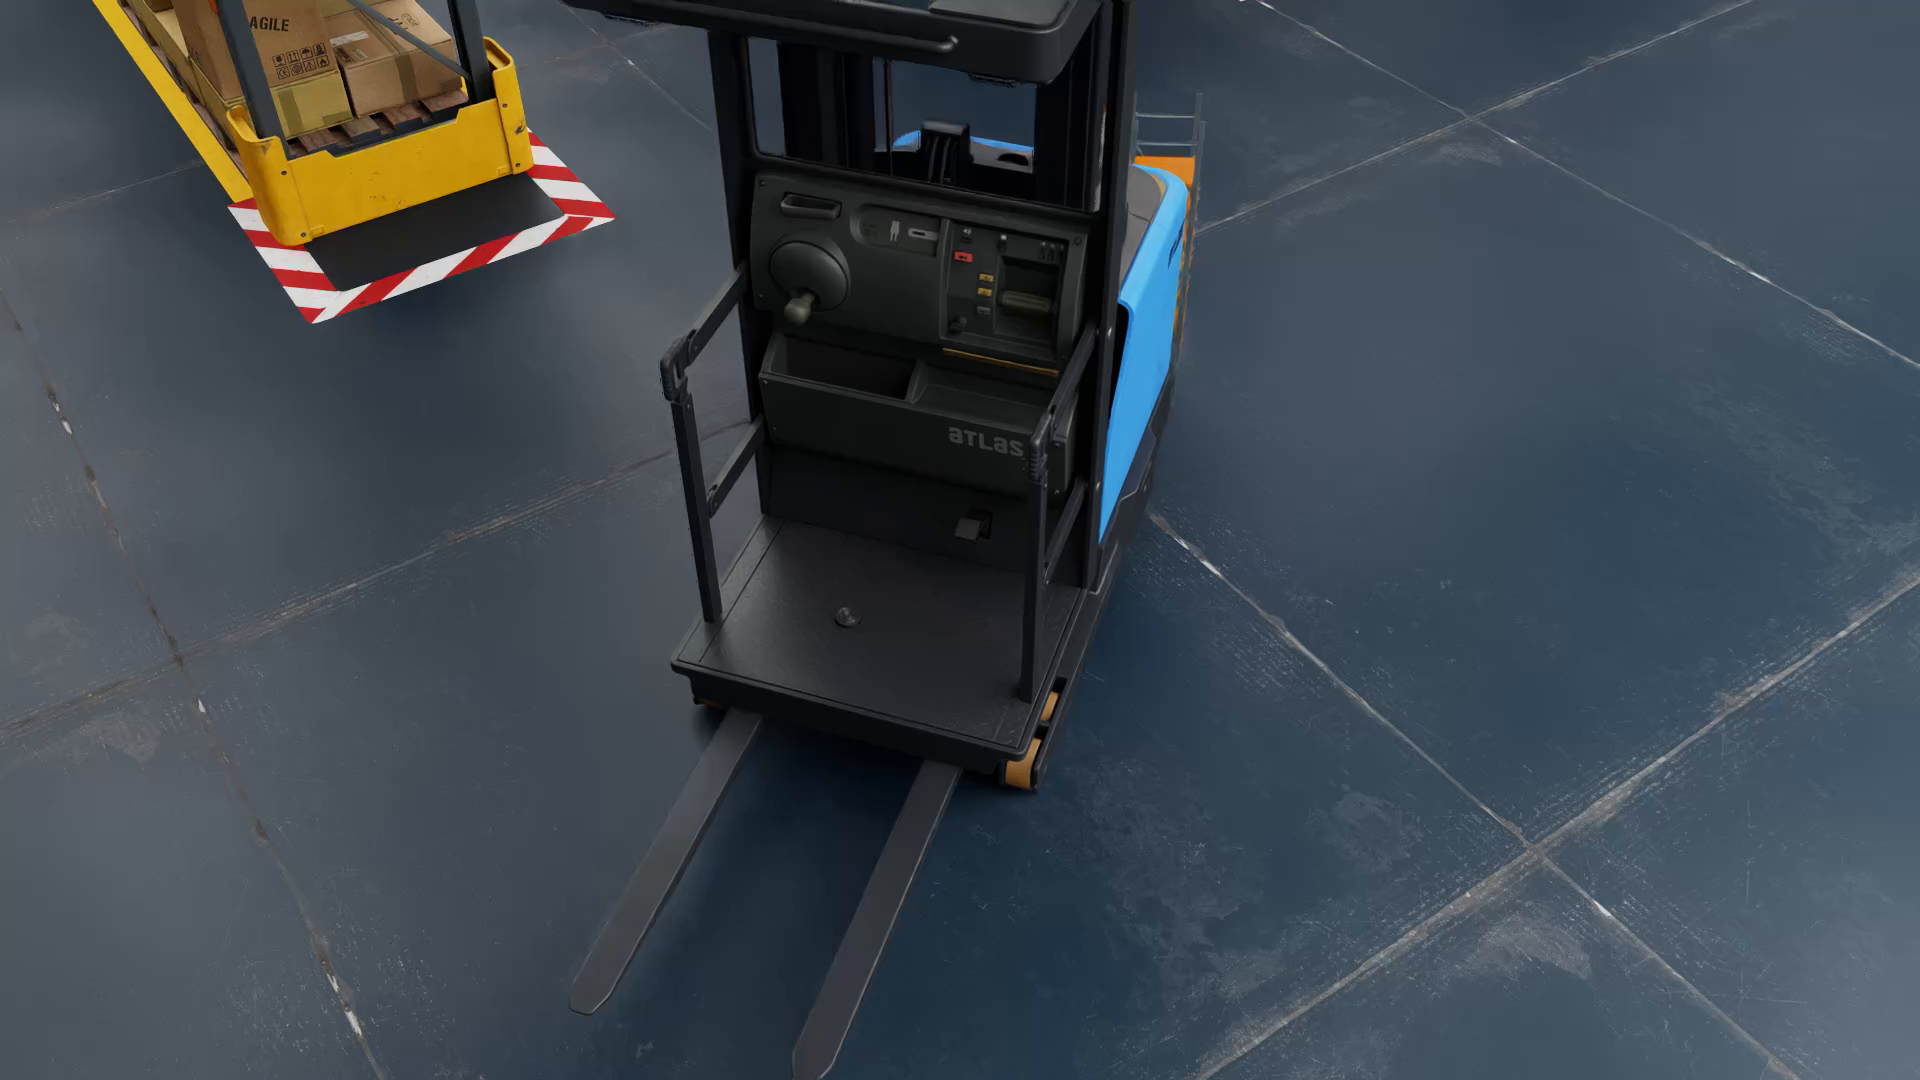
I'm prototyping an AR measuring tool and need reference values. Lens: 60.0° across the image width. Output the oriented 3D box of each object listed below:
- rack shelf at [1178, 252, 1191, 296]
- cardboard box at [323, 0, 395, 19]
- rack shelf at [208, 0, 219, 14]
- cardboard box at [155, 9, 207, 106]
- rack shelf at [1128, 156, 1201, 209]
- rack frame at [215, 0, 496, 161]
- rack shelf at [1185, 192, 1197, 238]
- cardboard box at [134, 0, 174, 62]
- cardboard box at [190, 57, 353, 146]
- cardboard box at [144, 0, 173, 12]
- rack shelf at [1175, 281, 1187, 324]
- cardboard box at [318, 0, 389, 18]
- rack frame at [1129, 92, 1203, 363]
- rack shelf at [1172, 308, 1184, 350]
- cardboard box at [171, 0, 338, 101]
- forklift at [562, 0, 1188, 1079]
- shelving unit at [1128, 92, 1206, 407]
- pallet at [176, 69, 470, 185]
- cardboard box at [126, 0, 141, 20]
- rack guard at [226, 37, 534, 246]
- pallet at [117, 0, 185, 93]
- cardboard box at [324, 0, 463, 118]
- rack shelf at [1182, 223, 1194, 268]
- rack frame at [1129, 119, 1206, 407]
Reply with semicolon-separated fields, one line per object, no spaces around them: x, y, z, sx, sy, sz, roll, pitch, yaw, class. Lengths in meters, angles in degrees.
0.690;-0.972;5.964;0.258;0.103;0.180;2;44;2;rack shelf
-2.909;-2.485;7.868;0.500;0.250;0.500;-26;49;-24;cardboard box
-3.639;-3.527;7.793;1.077;0.370;4.000;-26;49;-24;rack shelf
-3.340;-2.277;7.650;0.500;0.250;0.500;-26;49;-24;cardboard box
0.690;-1.233;5.715;0.258;0.103;0.180;2;44;2;rack shelf
-2.495;-2.655;6.358;1.000;3.000;0.127;-26;49;-24;rack frame
0.690;-1.146;5.798;0.258;0.103;0.180;2;44;2;rack shelf
-3.628;-2.560;7.946;0.500;0.250;0.500;-26;49;-24;cardboard box
-3.044;-1.999;7.359;0.500;0.250;0.500;-26;49;-24;cardboard box
-3.630;-2.830;7.686;0.500;0.500;0.500;-26;49;-24;cardboard box
0.690;-0.885;6.047;0.258;0.103;0.180;2;44;2;rack shelf
-2.907;-2.757;7.610;0.500;0.500;0.500;-26;49;-24;cardboard box
0.694;-1.068;5.999;0.240;1.200;0.006;2;44;2;rack frame
0.690;-0.799;6.130;0.258;0.103;0.180;2;44;2;rack shelf
-3.046;-2.269;7.099;0.500;0.500;0.500;-26;49;-24;cardboard box
-0.188;-0.635;4.293;1.130;2.935;3.031;13;45;13;forklift
0.690;-1.004;5.933;0.258;1.200;0.189;2;44;2;shelving unit
-2.967;-2.063;7.758;1.003;0.211;1.213;-26;49;-24;pallet
-3.912;-2.844;8.244;0.500;0.250;0.500;-26;49;-24;cardboard box
-2.482;-1.737;7.207;1.175;0.500;0.348;-26;49;-24;rack guard
-3.661;-2.753;8.481;1.003;0.211;1.213;-26;49;-24;pallet
-2.620;-2.204;7.573;0.500;0.250;0.500;-26;49;-24;cardboard box
0.690;-1.059;5.881;0.258;0.103;0.180;2;44;2;rack shelf
0.686;-0.941;5.867;0.240;1.200;0.006;2;44;2;rack frame
